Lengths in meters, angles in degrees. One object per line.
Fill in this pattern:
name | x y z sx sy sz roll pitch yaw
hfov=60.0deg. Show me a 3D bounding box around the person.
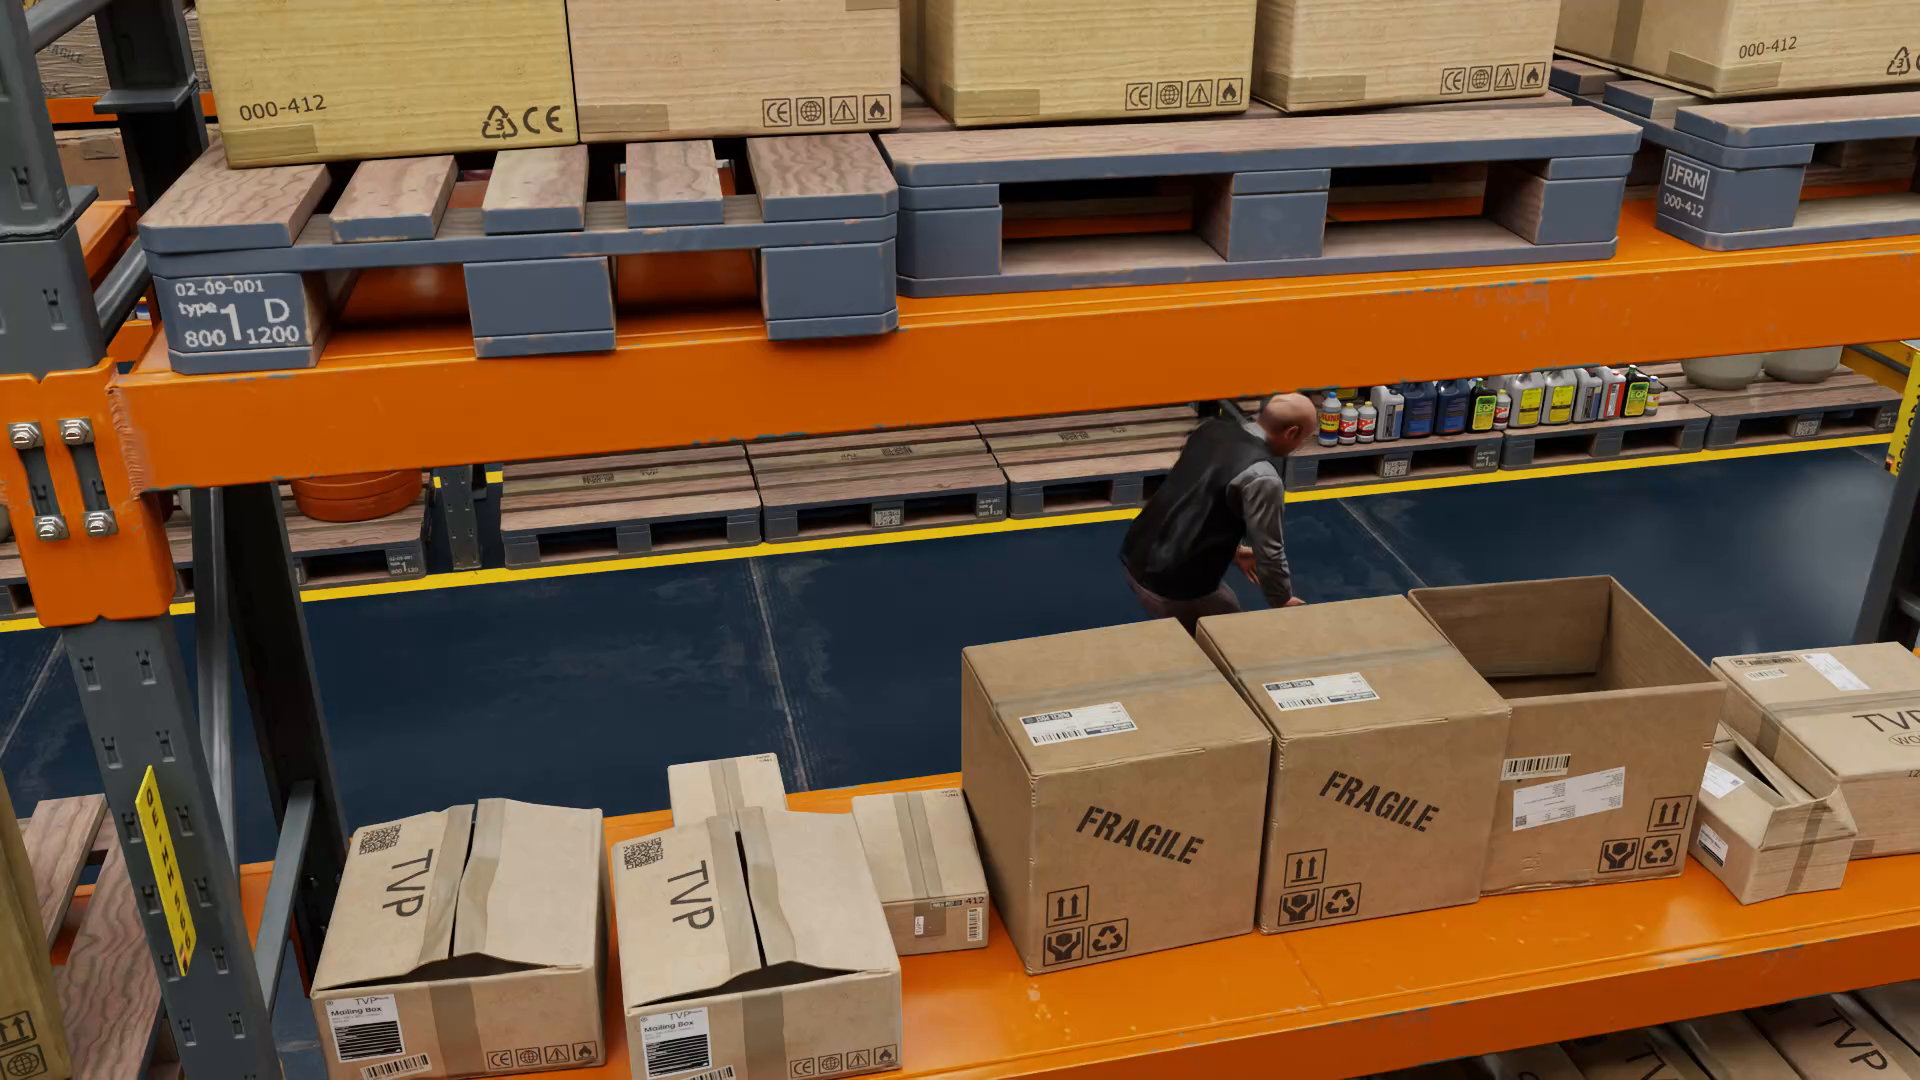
person | 0.953 0.120 6.265 0.709 1.404 0.591 -6 27 -11
